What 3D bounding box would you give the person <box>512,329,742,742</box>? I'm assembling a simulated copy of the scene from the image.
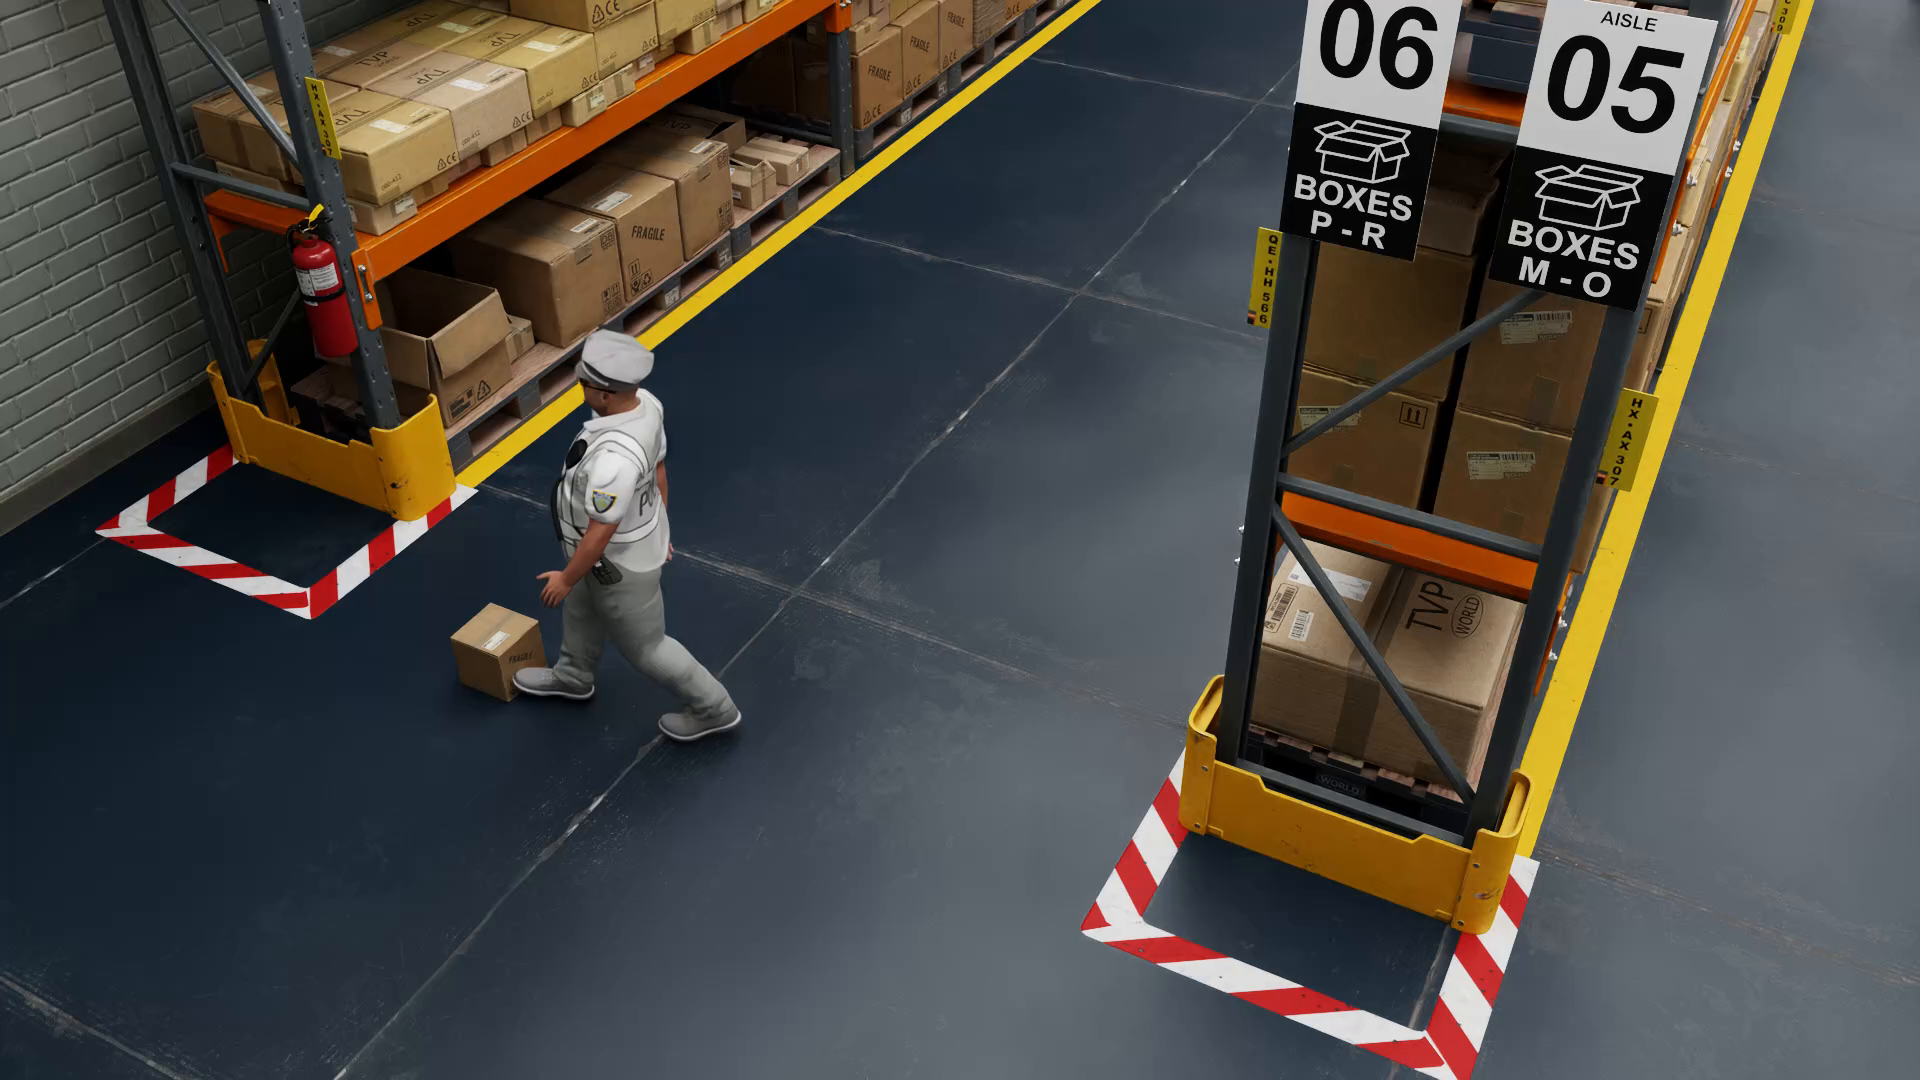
[{"bbox_3d":[-1.329,0.019,6.099,0.937,1.728,0.537,-2,38,-2],"label":"person"}]
